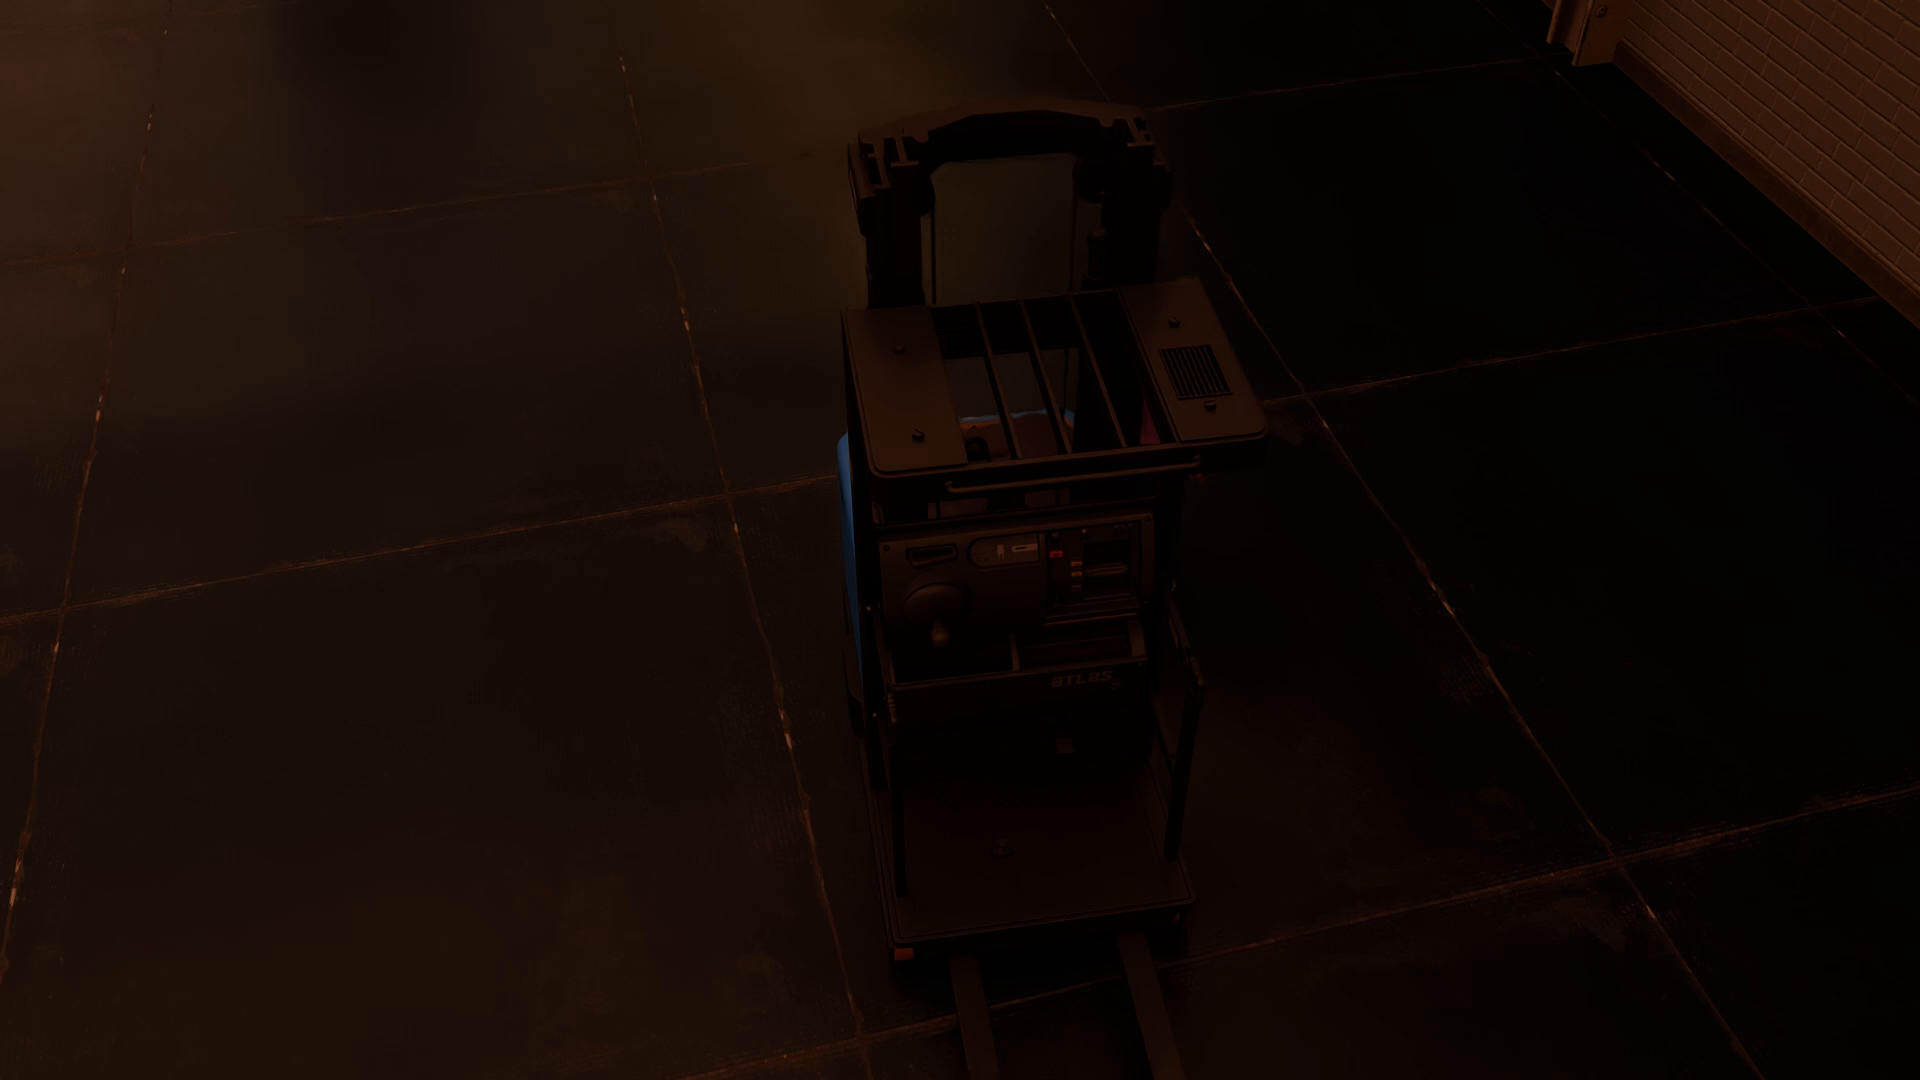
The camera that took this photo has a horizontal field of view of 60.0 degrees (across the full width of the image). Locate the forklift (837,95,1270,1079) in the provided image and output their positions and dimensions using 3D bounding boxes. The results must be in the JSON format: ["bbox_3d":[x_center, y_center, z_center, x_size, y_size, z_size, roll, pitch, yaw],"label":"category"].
[{"bbox_3d":[0.233,0.215,5.418,1.130,2.935,3.031,-6,44,-7],"label":"forklift"}]

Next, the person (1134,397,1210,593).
[{"bbox_3d":[0.870,-0.464,7.154,0.401,1.570,0.740,-10,44,-11],"label":"person"}]
